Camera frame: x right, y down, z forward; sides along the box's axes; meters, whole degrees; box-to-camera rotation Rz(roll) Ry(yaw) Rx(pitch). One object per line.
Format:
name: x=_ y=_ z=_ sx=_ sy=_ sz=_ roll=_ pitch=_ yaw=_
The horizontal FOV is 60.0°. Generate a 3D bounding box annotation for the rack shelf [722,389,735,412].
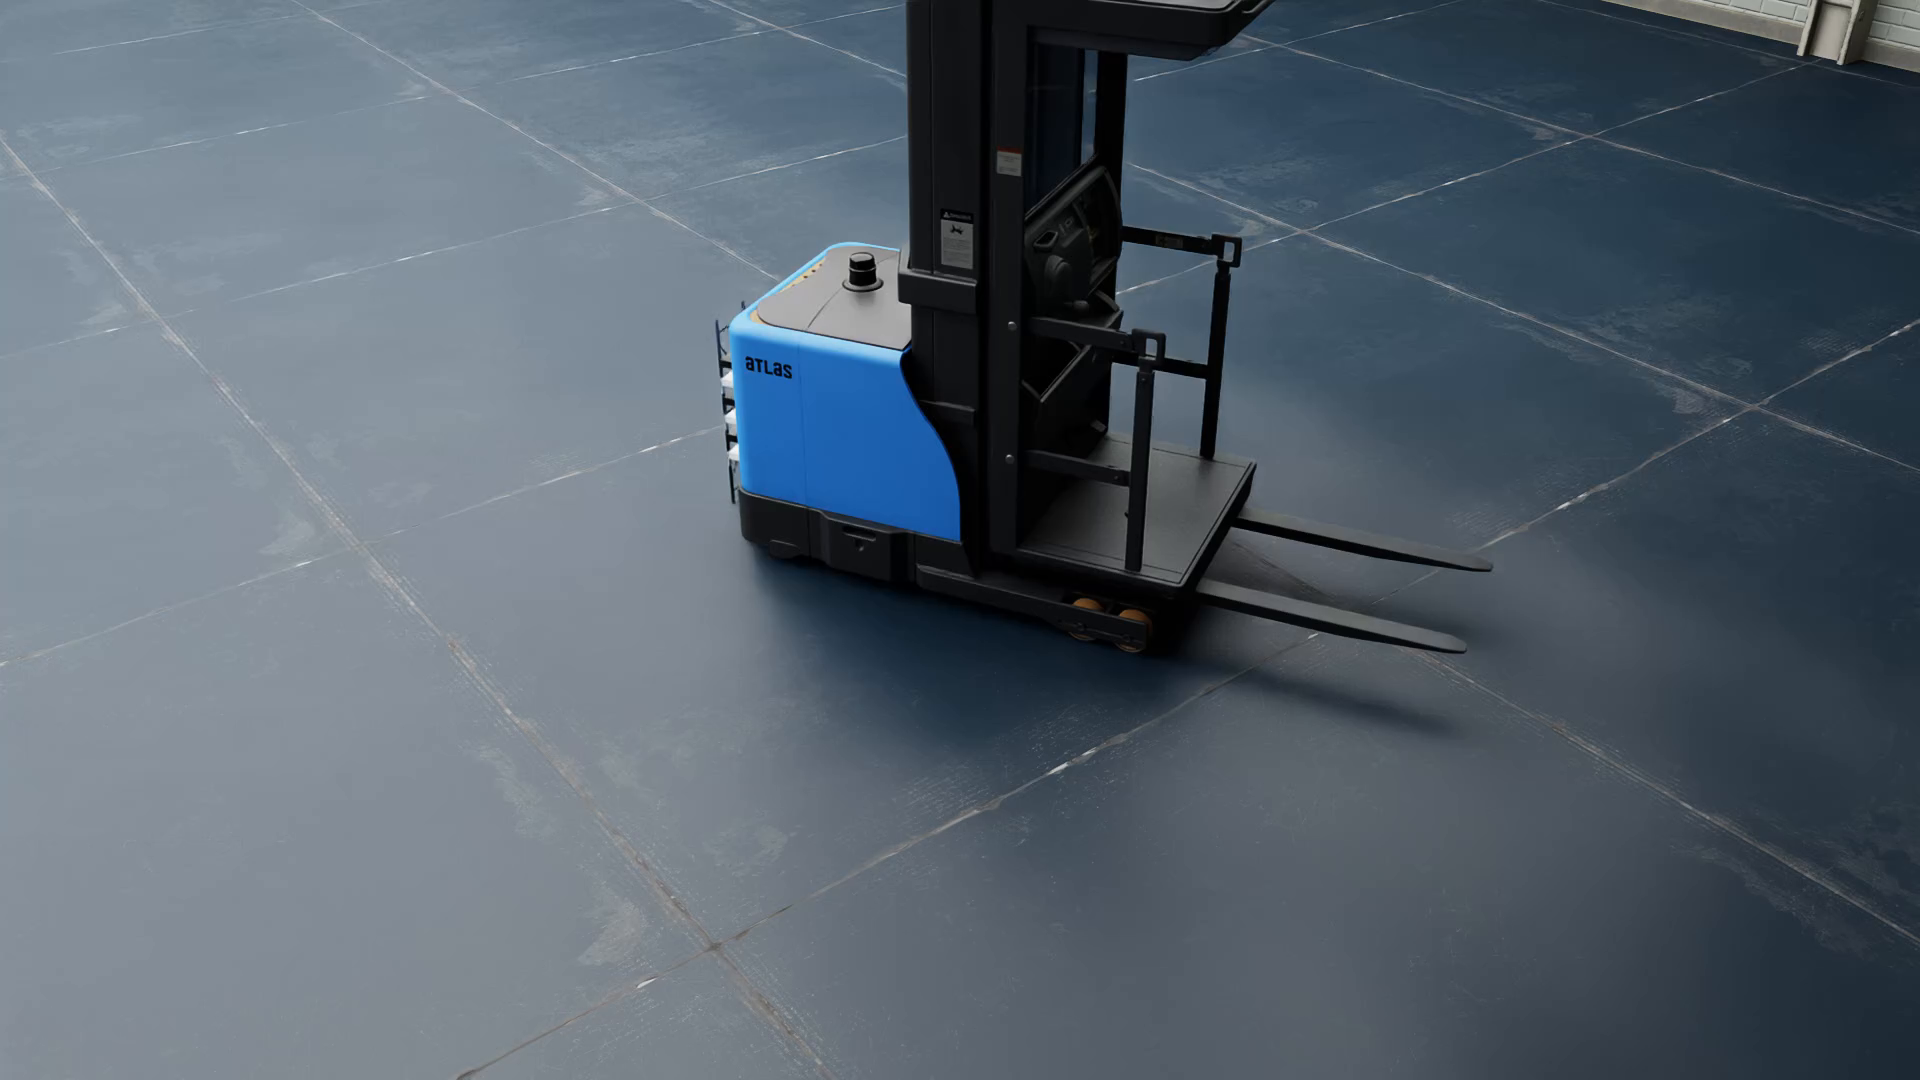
rack shelf: x=-0.891 y=-0.629 z=7.300 sx=0.200 sy=0.077 sz=0.258 roll=13 pitch=34 yaw=20

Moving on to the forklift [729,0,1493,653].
forklift: x=0.621 y=-1.123 z=6.280 sx=3.031 sy=2.935 sz=1.130 roll=13 pitch=34 yaw=20

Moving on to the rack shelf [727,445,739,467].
rack shelf: x=-0.888 y=-0.399 z=7.442 sx=0.200 sy=0.077 sz=0.258 roll=13 pitch=34 yaw=20

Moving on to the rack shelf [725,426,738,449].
rack shelf: x=-0.889 y=-0.476 z=7.395 sx=0.200 sy=0.077 sz=0.258 roll=13 pitch=34 yaw=20

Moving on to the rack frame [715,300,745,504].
rack frame: x=-0.984 y=-0.602 z=7.366 sx=0.006 sy=0.900 sz=0.240 roll=13 pitch=34 yaw=20

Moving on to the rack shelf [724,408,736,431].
rack shelf: x=-0.890 y=-0.553 z=7.348 sx=0.200 sy=0.077 sz=0.258 roll=13 pitch=34 yaw=20

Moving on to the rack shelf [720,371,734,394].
rack shelf: x=-0.892 y=-0.706 z=7.253 sx=0.200 sy=0.077 sz=0.258 roll=13 pitch=34 yaw=20

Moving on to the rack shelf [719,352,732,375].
rack shelf: x=-0.893 y=-0.783 z=7.206 sx=0.200 sy=0.077 sz=0.258 roll=13 pitch=34 yaw=20

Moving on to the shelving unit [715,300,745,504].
shelving unit: x=-0.891 y=-0.581 z=7.330 sx=0.210 sy=0.900 sz=0.258 roll=13 pitch=34 yaw=20

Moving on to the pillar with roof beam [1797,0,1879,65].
pillar with roof beam: x=3.725 y=-6.394 z=9.015 sx=9.100 sy=9.000 sz=0.400 roll=-22 pitch=38 yaw=-31
